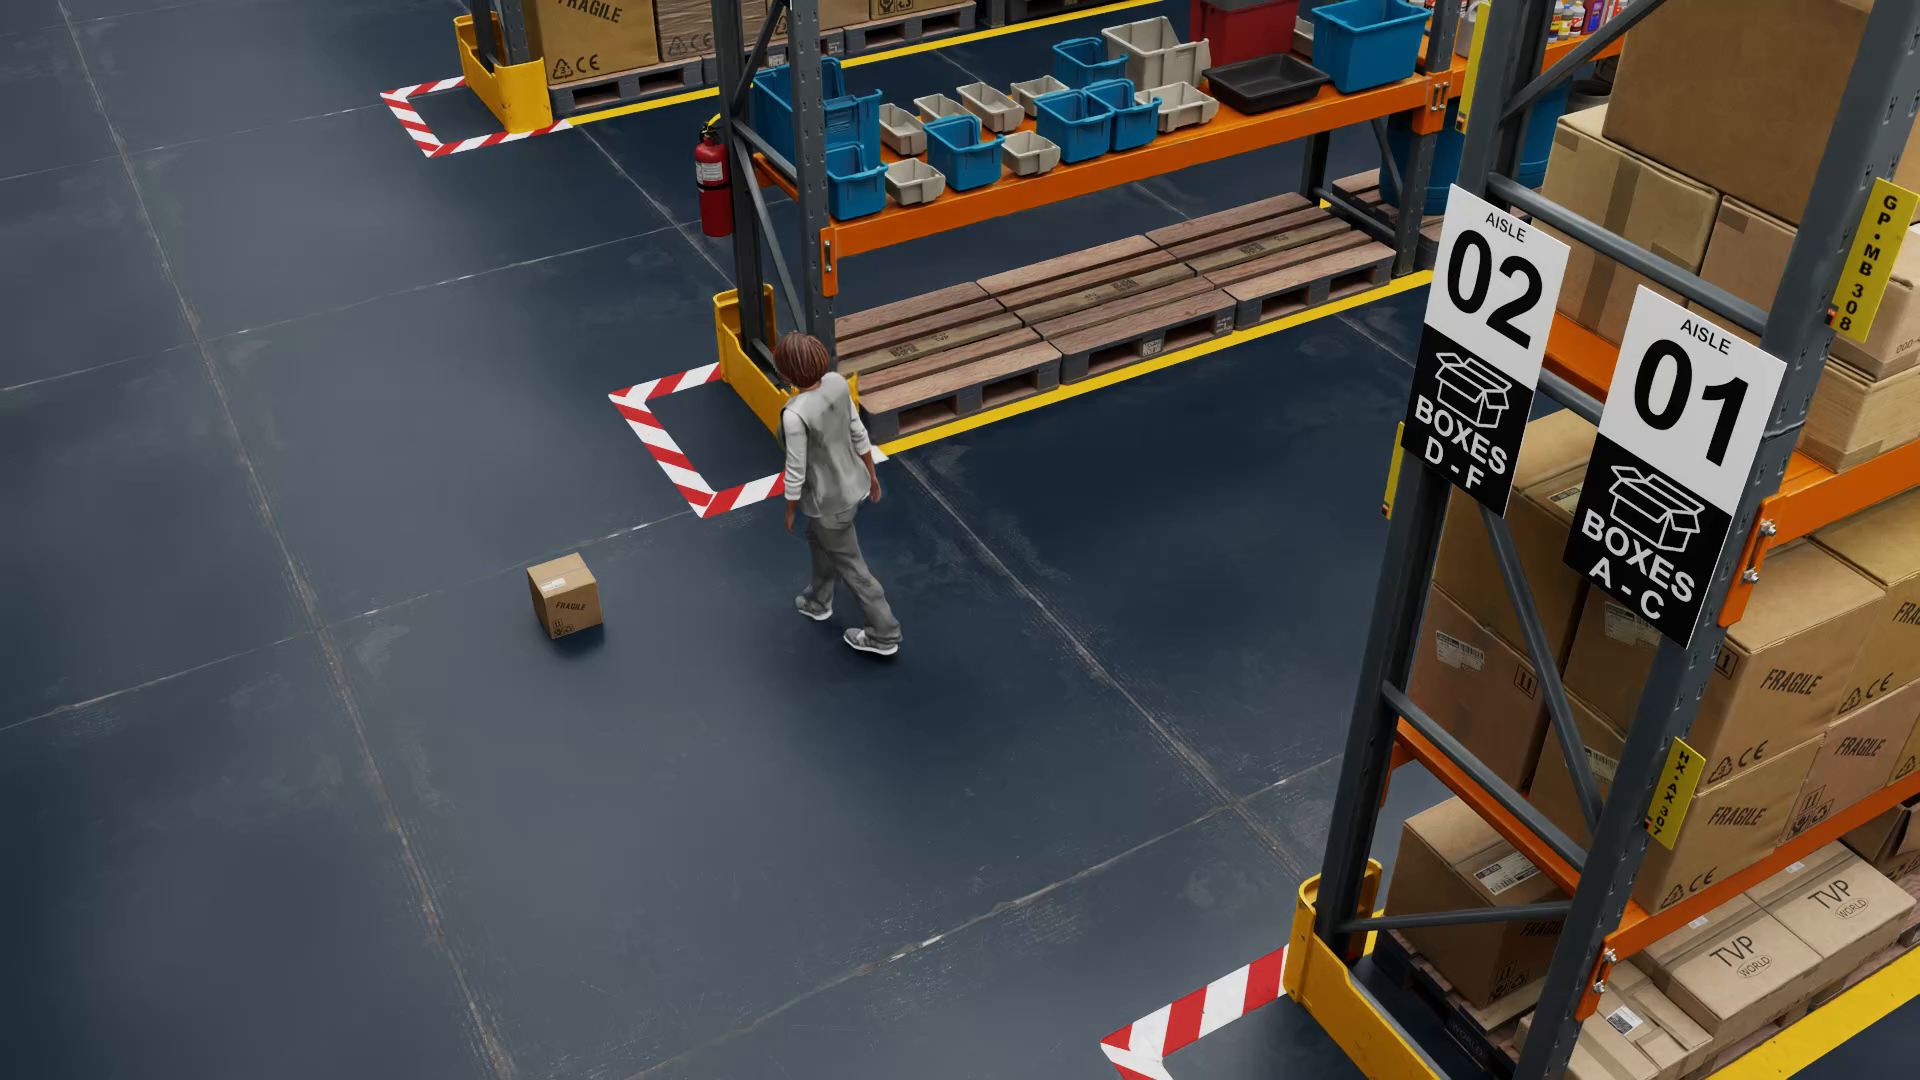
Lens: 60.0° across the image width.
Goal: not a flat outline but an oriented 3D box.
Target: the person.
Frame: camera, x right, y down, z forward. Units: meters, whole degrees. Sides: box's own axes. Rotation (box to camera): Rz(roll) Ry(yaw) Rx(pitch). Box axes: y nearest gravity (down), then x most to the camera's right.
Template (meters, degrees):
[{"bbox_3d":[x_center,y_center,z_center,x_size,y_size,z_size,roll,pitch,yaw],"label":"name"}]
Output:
[{"bbox_3d":[-0.555,-0.164,7.161,0.645,1.609,0.437,16,40,20],"label":"person"}]
